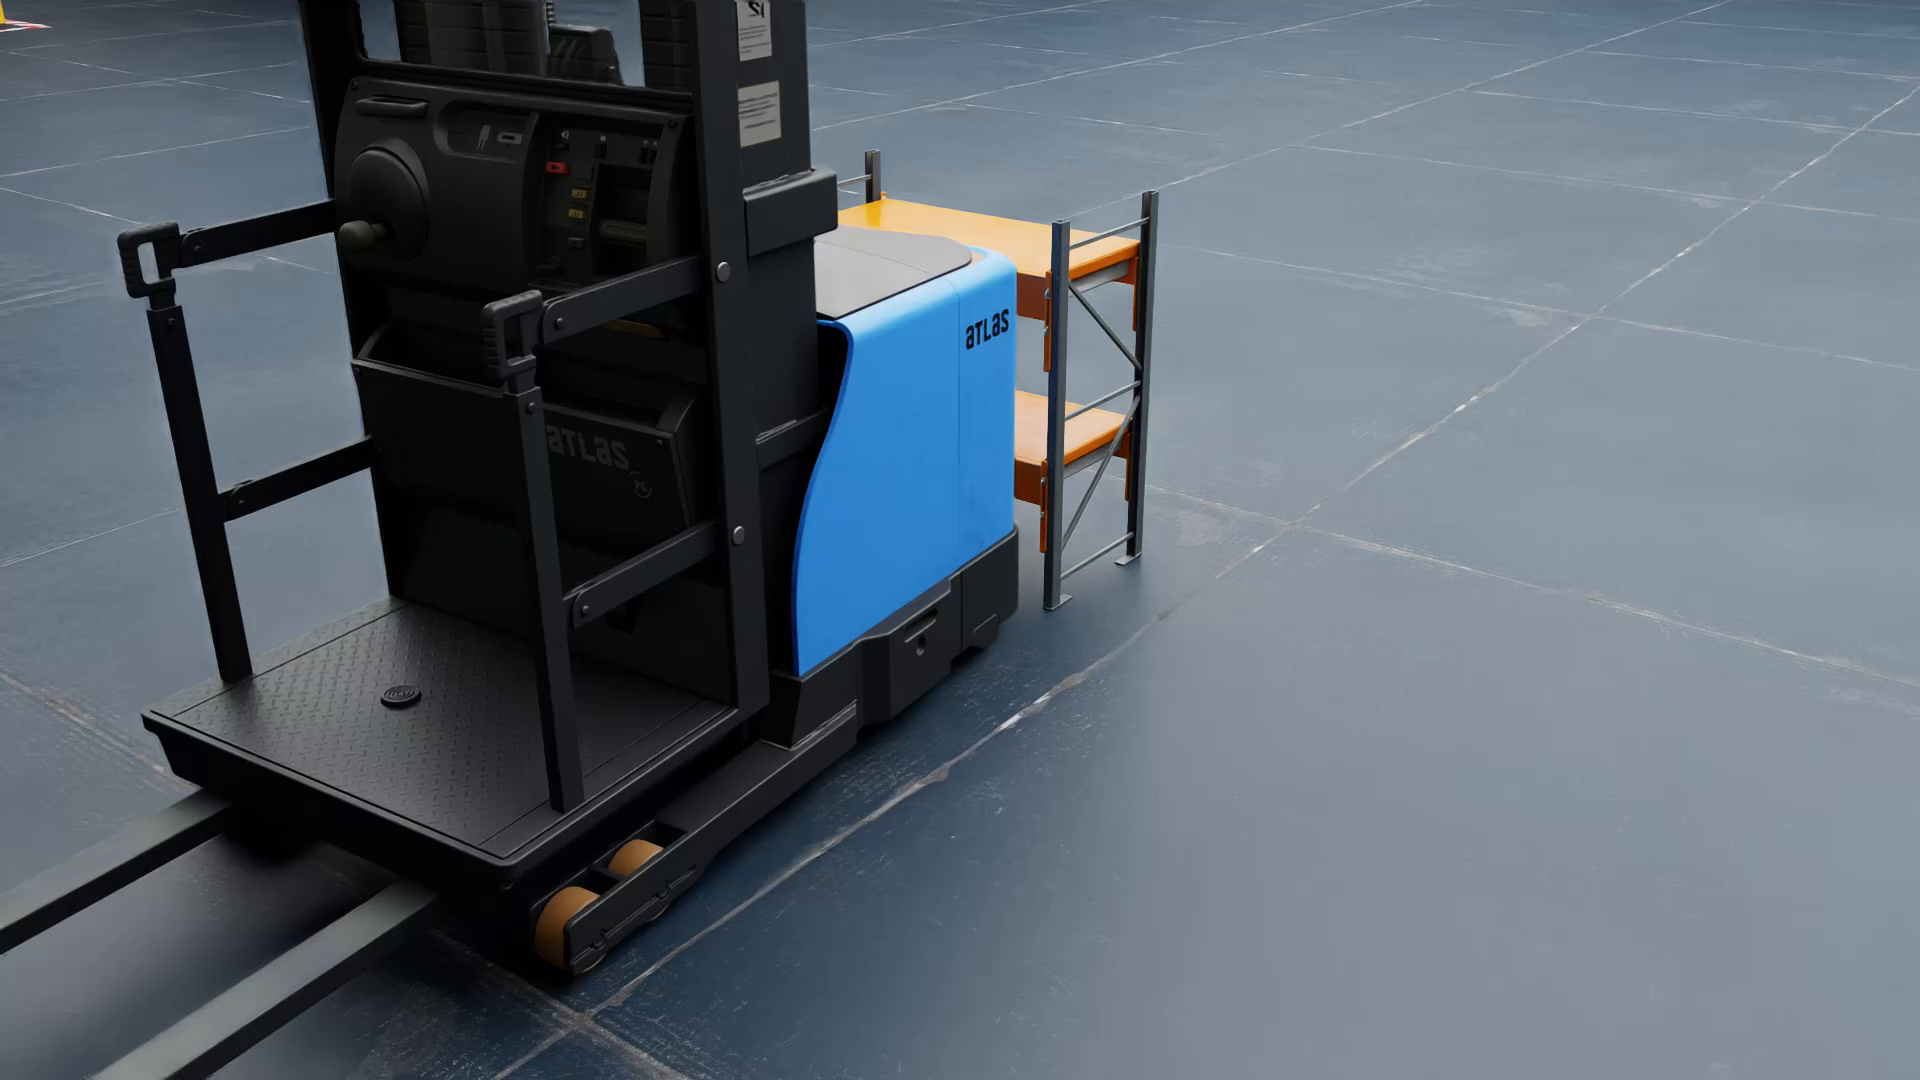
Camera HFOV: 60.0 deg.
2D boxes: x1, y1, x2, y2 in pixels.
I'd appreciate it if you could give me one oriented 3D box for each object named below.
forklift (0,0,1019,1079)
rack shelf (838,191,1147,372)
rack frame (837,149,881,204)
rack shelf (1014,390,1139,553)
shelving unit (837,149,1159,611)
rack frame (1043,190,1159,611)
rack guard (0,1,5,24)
[{"bbox_3d":[-1.038,-0.697,3.196,1.130,2.935,3.031,14,27,29],"label":"forklift"},{"bbox_3d":[-0.005,-0.784,4.909,1.000,0.278,0.538,17,29,33],"label":"rack shelf"},{"bbox_3d":[-0.412,-0.639,5.306,0.032,1.125,0.500,17,29,33],"label":"rack frame"},{"bbox_3d":[-0.005,-0.293,5.125,1.000,0.278,0.538,17,29,33],"label":"rack shelf"},{"bbox_3d":[-0.005,-0.516,5.027,1.048,1.125,0.538,17,29,33],"label":"shelving unit"},{"bbox_3d":[0.401,-0.393,4.748,0.032,1.125,0.500,17,29,33],"label":"rack frame"},{"bbox_3d":[-10.702,-5.626,17.399,0.348,0.500,1.175,17,29,33],"label":"rack guard"}]
